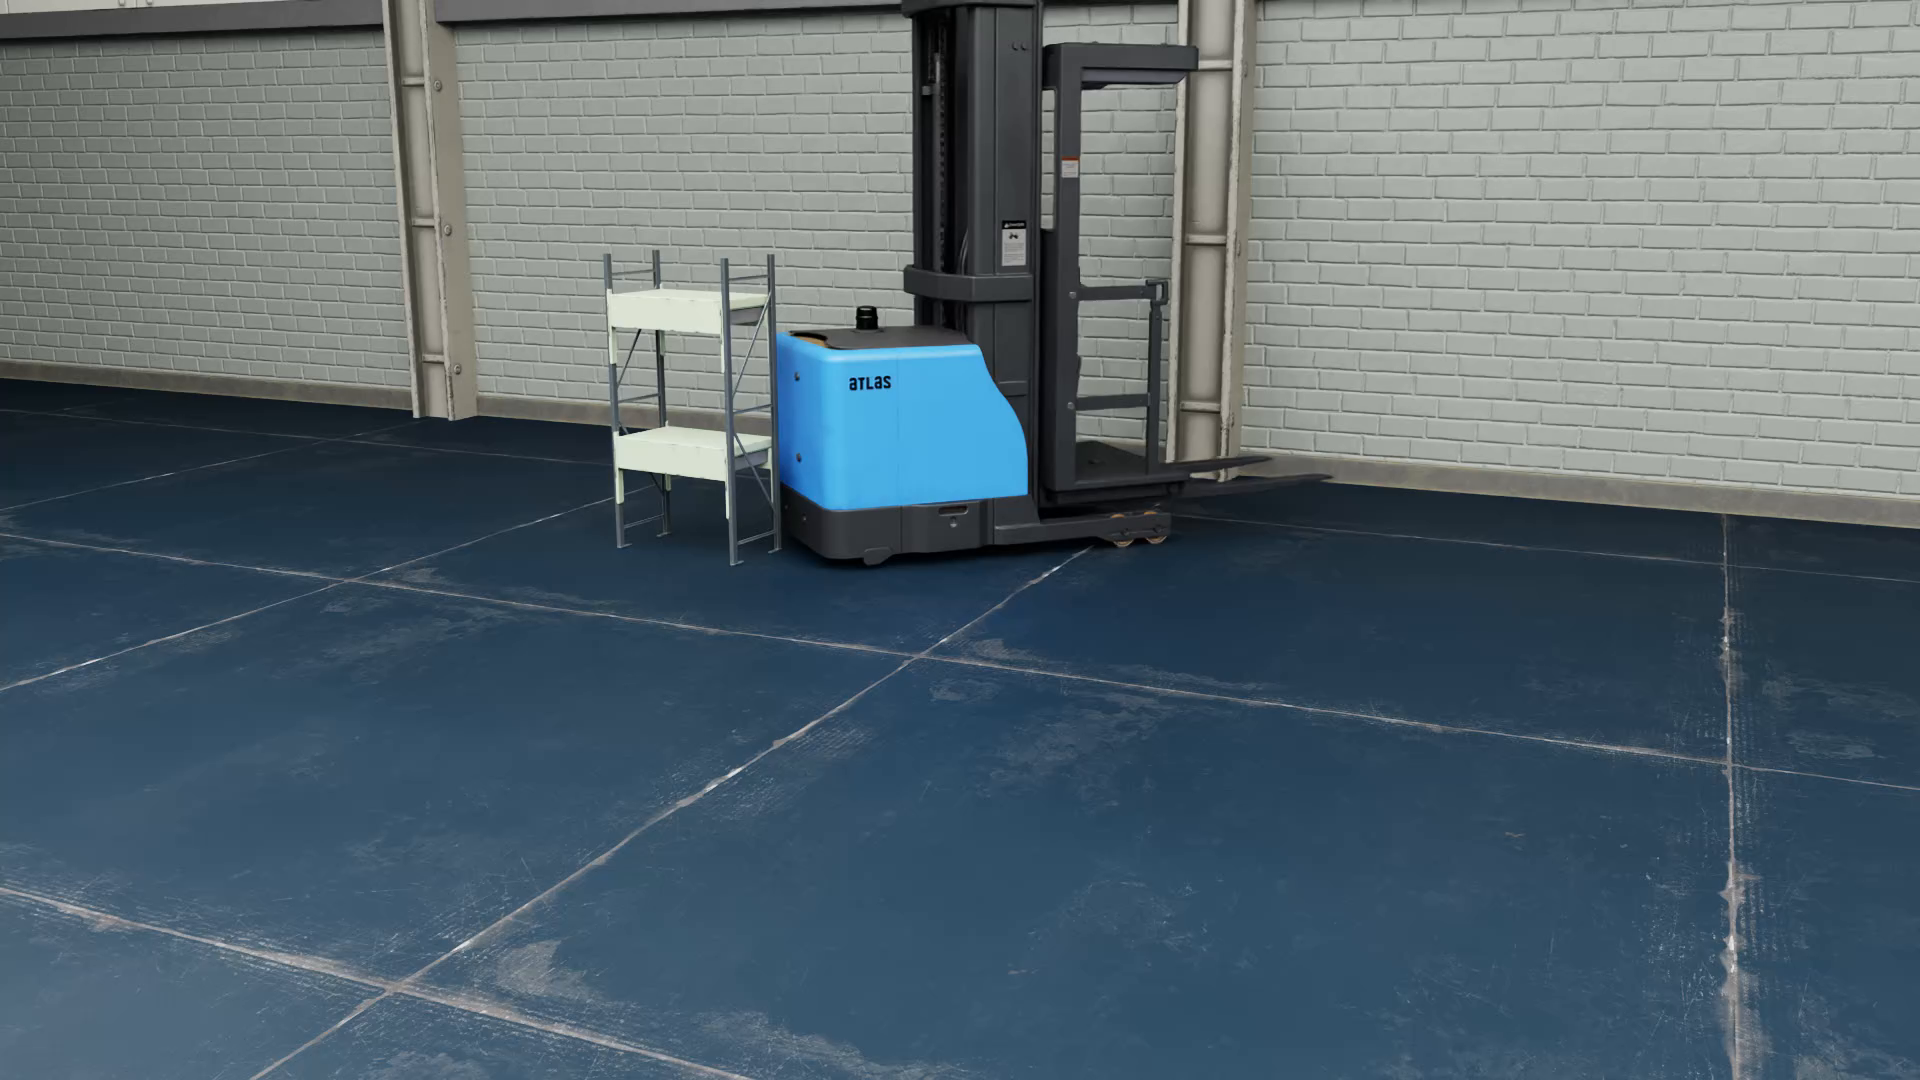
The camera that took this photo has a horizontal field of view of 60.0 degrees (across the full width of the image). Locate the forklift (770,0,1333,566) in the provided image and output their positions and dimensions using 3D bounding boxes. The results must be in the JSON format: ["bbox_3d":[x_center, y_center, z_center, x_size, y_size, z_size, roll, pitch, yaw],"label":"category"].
[{"bbox_3d":[0.559,-1.500,8.730,3.031,2.935,1.130,-5,14,-22],"label":"forklift"}]

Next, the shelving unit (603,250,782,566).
[{"bbox_3d":[-1.341,-0.683,8.383,0.755,1.500,0.431,8,15,29],"label":"shelving unit"}]

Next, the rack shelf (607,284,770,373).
[{"bbox_3d":[-1.341,-1.063,8.294,0.720,0.370,0.431,8,15,29],"label":"rack shelf"}]

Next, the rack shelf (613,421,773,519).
[{"bbox_3d":[-1.341,-0.366,8.458,0.720,0.370,0.431,8,15,29],"label":"rack shelf"}]

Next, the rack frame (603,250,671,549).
[{"bbox_3d":[-1.657,-0.725,8.564,0.023,1.500,0.400,8,15,29],"label":"rack frame"}]

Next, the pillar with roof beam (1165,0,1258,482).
[{"bbox_3d":[-0.219,-3.883,5.605,0.400,9.000,9.100,6,14,23],"label":"pillar with roof beam"}]

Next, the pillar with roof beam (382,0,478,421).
[{"bbox_3d":[-5.705,-4.438,7.971,0.400,9.000,9.100,6,14,23],"label":"pillar with roof beam"}]

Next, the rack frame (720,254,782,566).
[{"bbox_3d":[-1.025,-0.641,8.203,0.023,1.500,0.400,8,15,29],"label":"rack frame"}]
